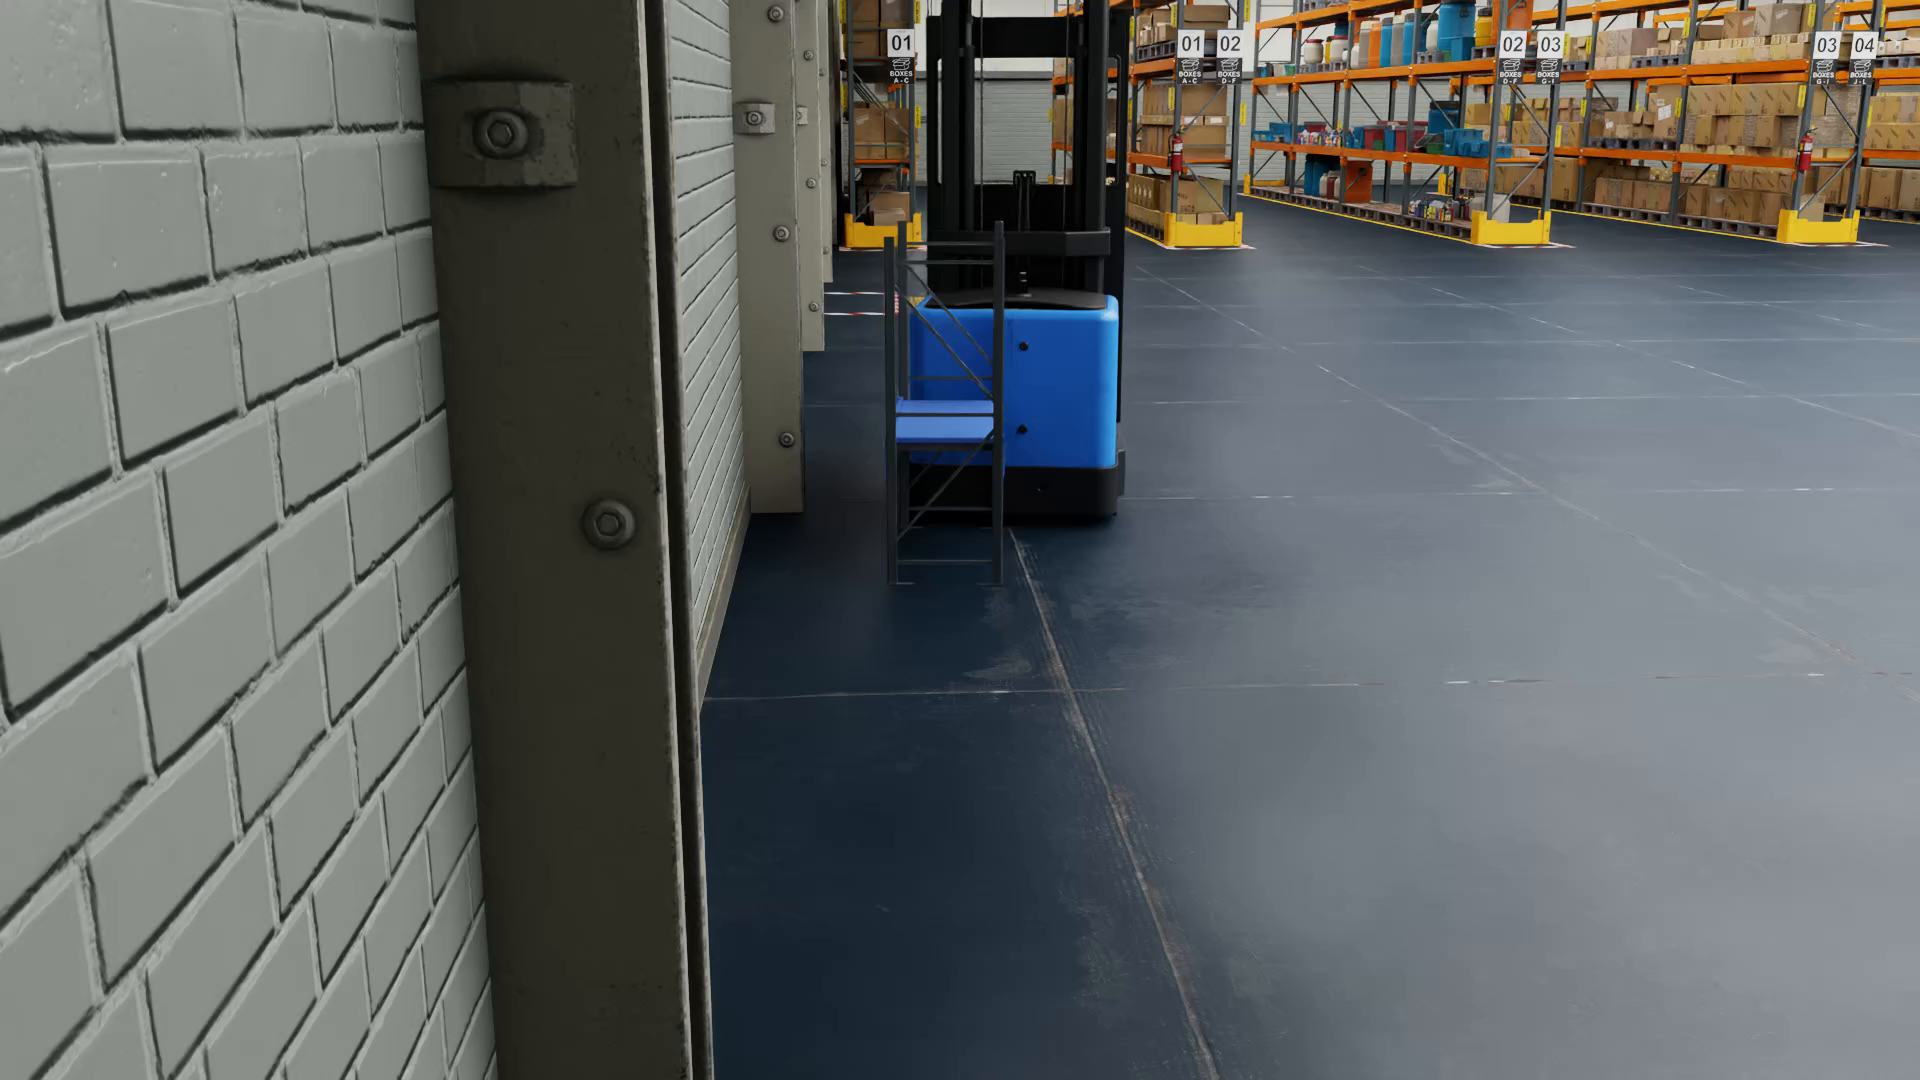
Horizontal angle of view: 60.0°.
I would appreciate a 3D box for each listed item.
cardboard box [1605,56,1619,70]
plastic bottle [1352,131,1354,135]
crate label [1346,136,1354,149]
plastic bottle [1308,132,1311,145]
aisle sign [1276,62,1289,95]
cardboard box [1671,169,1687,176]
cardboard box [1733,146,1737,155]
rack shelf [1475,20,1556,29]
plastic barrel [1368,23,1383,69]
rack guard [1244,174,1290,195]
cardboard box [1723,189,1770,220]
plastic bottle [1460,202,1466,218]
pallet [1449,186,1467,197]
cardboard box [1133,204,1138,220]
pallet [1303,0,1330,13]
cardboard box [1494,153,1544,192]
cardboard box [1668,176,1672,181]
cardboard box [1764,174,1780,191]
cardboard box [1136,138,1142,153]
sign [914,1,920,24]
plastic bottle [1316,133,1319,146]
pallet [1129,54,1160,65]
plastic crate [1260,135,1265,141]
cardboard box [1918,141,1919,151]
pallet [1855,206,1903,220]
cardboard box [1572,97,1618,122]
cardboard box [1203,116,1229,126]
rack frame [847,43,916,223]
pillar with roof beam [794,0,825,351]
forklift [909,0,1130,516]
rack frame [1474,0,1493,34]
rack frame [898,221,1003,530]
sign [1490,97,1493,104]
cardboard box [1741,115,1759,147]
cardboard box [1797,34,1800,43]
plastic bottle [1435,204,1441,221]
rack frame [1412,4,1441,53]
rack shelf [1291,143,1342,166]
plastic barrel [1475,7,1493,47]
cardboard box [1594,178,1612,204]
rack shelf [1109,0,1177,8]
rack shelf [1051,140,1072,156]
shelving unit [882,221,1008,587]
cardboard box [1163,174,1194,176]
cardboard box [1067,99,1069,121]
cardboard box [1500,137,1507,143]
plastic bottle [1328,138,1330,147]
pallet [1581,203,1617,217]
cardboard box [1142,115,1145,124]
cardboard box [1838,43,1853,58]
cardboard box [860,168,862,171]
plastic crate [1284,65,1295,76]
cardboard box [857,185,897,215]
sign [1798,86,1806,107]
[{"bbox_3d":[12.961,-9.310,32.472,0.500,0.250,0.500,-1,14,-2],"label":"cardboard box"},{"bbox_3d":[8.415,-8.575,35.435,0.144,0.351,0.185,-1,14,-3],"label":"plastic bottle"},{"bbox_3d":[7.863,-7.910,33.087,0.303,0.233,0.416,-1,14,-3],"label":"crate label"},{"bbox_3d":[7.616,-8.722,36.138,0.061,0.283,0.133,-1,14,-3],"label":"plastic bottle"},{"bbox_3d":[8.004,-11.373,40.992,0.394,0.787,0.004,-1,14,-3],"label":"aisle sign"},{"bbox_3d":[17.411,-8.868,40.157,0.380,0.149,0.250,-1,14,-3],"label":"cardboard box"},{"bbox_3d":[13.283,-6.570,28.044,0.380,0.149,0.250,-1,14,-3],"label":"cardboard box"},{"bbox_3d":[12.783,-12.034,38.985,1.077,0.370,4.000,-1,14,-3],"label":"rack shelf"},{"bbox_3d":[8.086,-9.392,31.630,0.600,0.830,0.708,-1,14,-3],"label":"plastic barrel"},{"bbox_3d":[7.701,-8.887,41.563,1.175,0.500,0.348,-1,14,-3],"label":"rack guard"},{"bbox_3d":[13.547,-5.781,28.648,0.500,0.500,0.500,-2,15,-8],"label":"cardboard box"},{"bbox_3d":[8.718,-5.713,28.779,0.061,0.283,0.133,-1,14,-3],"label":"plastic bottle"},{"bbox_3d":[12.787,-8.620,41.105,1.003,0.211,1.213,-1,14,-3],"label":"pallet"},{"bbox_3d":[3.267,-5.659,28.676,0.500,0.250,0.500,-1,14,-3],"label":"cardboard box"},{"bbox_3d":[8.045,-11.512,35.890,1.003,0.211,1.213,-1,14,-3],"label":"pallet"},{"bbox_3d":[12.946,-8.513,38.515,0.875,0.875,0.875,-1,14,-3],"label":"cardboard box"},{"bbox_3d":[17.475,-8.794,40.465,0.380,0.149,0.250,-2,15,-6],"label":"cardboard box"},{"bbox_3d":[17.732,-7.643,35.885,0.500,0.500,0.500,-2,15,-6],"label":"cardboard box"},{"bbox_3d":[3.441,-7.081,29.828,0.500,0.250,0.500,0,14,0],"label":"cardboard box"},{"bbox_3d":[-0.639,-7.844,24.719,0.100,0.325,0.005,-1,14,-3],"label":"sign"},{"bbox_3d":[7.670,-8.572,35.581,0.097,0.271,0.097,0,14,0],"label":"plastic bottle"},{"bbox_3d":[3.448,-8.611,29.838,0.805,0.209,1.217,-1,15,-6],"label":"pallet"},{"bbox_3d":[7.382,-9.677,40.025,0.250,0.136,0.298,-1,14,-3],"label":"plastic crate"},{"bbox_3d":[18.060,-7.409,30.603,0.500,0.500,0.500,-1,14,-4],"label":"cardboard box"},{"bbox_3d":[18.158,-6.380,32.398,1.003,0.211,1.213,-1,14,-3],"label":"pallet"},{"bbox_3d":[13.126,-8.895,34.363,0.797,0.503,0.637,0,14,-2],"label":"cardboard box"},{"bbox_3d":[3.954,-6.500,25.769,0.380,0.149,0.250,-1,14,-4],"label":"cardboard box"},{"bbox_3d":[-1.181,-5.959,25.169,1.000,3.000,0.127,-1,14,-3],"label":"rack frame"},{"bbox_3d":[2.953,-6.108,13.705,9.100,9.000,0.400,-1,14,-3],"label":"pillar with roof beam"},{"bbox_3d":[0.385,-1.853,9.345,1.130,2.935,3.031,1,14,5],"label":"forklift"},{"bbox_3d":[12.659,-13.073,40.778,1.000,3.000,0.127,-1,14,-3],"label":"rack frame"},{"bbox_3d":[-0.045,-0.781,8.053,0.500,1.500,0.032,0,14,1],"label":"rack frame"},{"bbox_3d":[13.202,-10.848,41.371,0.100,0.325,0.005,-1,14,-3],"label":"sign"},{"bbox_3d":[13.505,-6.766,27.506,0.875,0.500,0.500,-1,14,-3],"label":"cardboard box"},{"bbox_3d":[13.423,-7.893,26.164,0.380,0.149,0.250,-1,14,-5],"label":"cardboard box"},{"bbox_3d":[8.159,-5.554,28.176,0.152,0.276,0.135,-1,14,-5],"label":"plastic bottle"},{"bbox_3d":[8.459,-10.013,28.882,1.000,3.000,0.127,-1,14,-3],"label":"rack frame"},{"bbox_3d":[8.087,-8.251,35.519,1.077,0.370,4.000,-1,14,-3],"label":"rack shelf"},{"bbox_3d":[8.510,-8.141,26.408,0.600,0.588,0.600,0,14,0],"label":"plastic barrel"},{"bbox_3d":[13.216,-7.015,33.403,0.700,0.500,0.500,-2,15,-6],"label":"cardboard box"},{"bbox_3d":[3.391,-9.892,30.661,1.077,0.370,4.000,-1,14,-3],"label":"rack shelf"},{"bbox_3d":[2.896,-9.170,39.092,1.077,0.370,4.000,-1,14,-3],"label":"rack shelf"},{"bbox_3d":[-0.055,-0.655,7.560,0.538,1.500,1.048,0,14,1],"label":"shelving unit"},{"bbox_3d":[3.781,-6.030,28.614,0.500,0.500,0.500,-1,14,-3],"label":"cardboard box"},{"bbox_3d":[2.695,-9.803,37.900,0.500,0.500,0.500,-1,14,-5],"label":"cardboard box"},{"bbox_3d":[12.561,-9.122,37.966,0.380,0.149,0.250,-1,14,-3],"label":"cardboard box"},{"bbox_3d":[7.727,-8.307,34.692,0.097,0.201,0.097,0,14,0],"label":"plastic bottle"},{"bbox_3d":[13.202,-6.634,33.385,1.003,0.211,1.213,-1,14,-3],"label":"pallet"},{"bbox_3d":[3.354,-7.262,28.729,0.380,0.149,0.250,-1,14,-3],"label":"cardboard box"},{"bbox_3d":[13.879,-7.693,26.186,0.500,0.250,0.500,0,14,-2],"label":"cardboard box"},{"bbox_3d":[-2.058,-8.399,37.523,0.380,0.149,0.250,-1,14,-4],"label":"cardboard box"},{"bbox_3d":[7.589,-10.690,37.870,0.416,0.233,0.300,-1,14,-3],"label":"plastic crate"},{"bbox_3d":[-1.491,-6.140,30.002,0.700,0.500,0.500,0,14,-2],"label":"cardboard box"},{"bbox_3d":[13.095,-6.899,25.863,0.100,0.325,0.005,-1,14,-3],"label":"sign"}]
